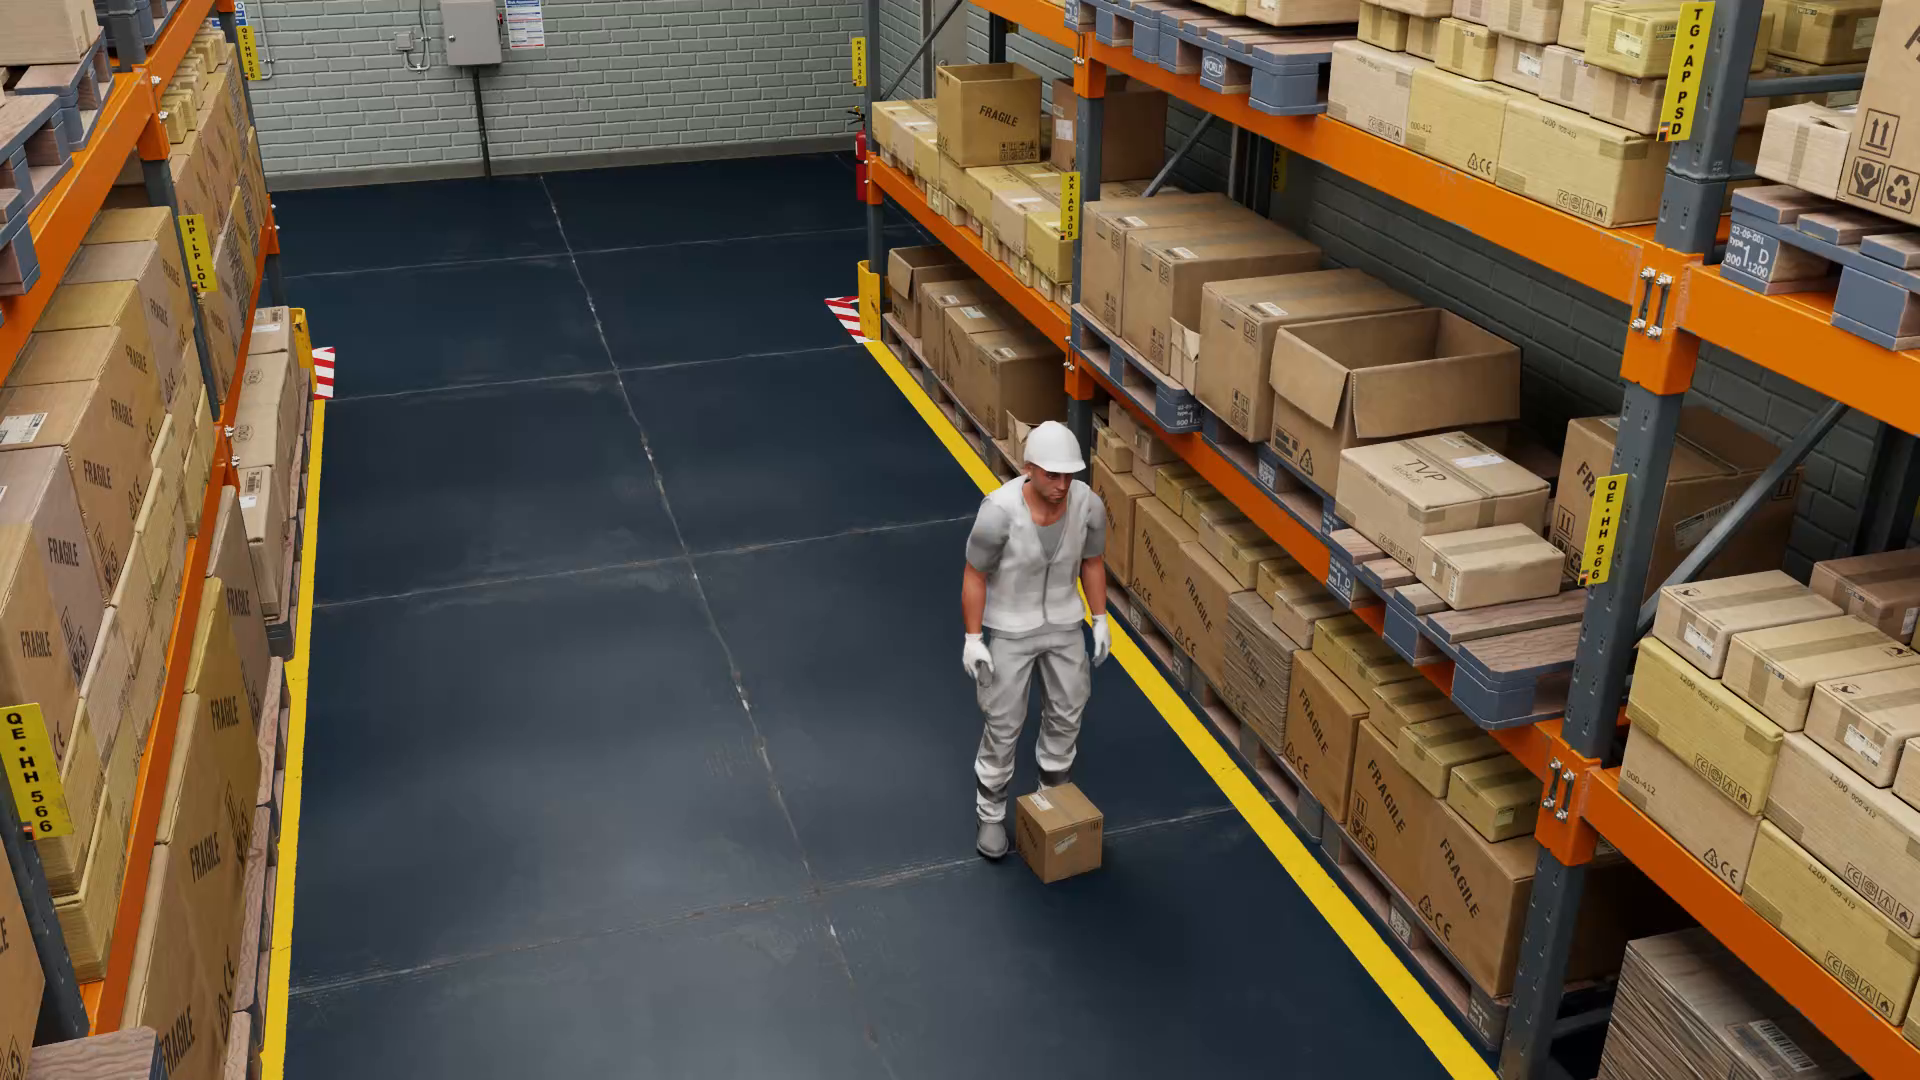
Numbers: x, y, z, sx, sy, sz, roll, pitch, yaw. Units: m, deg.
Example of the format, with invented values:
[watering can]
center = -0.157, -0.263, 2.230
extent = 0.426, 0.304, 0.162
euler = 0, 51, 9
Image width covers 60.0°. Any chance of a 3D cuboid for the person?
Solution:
[person]
center = 0.294, 0.365, 6.351
extent = 0.609, 1.779, 0.449
euler = -9, 27, -17
